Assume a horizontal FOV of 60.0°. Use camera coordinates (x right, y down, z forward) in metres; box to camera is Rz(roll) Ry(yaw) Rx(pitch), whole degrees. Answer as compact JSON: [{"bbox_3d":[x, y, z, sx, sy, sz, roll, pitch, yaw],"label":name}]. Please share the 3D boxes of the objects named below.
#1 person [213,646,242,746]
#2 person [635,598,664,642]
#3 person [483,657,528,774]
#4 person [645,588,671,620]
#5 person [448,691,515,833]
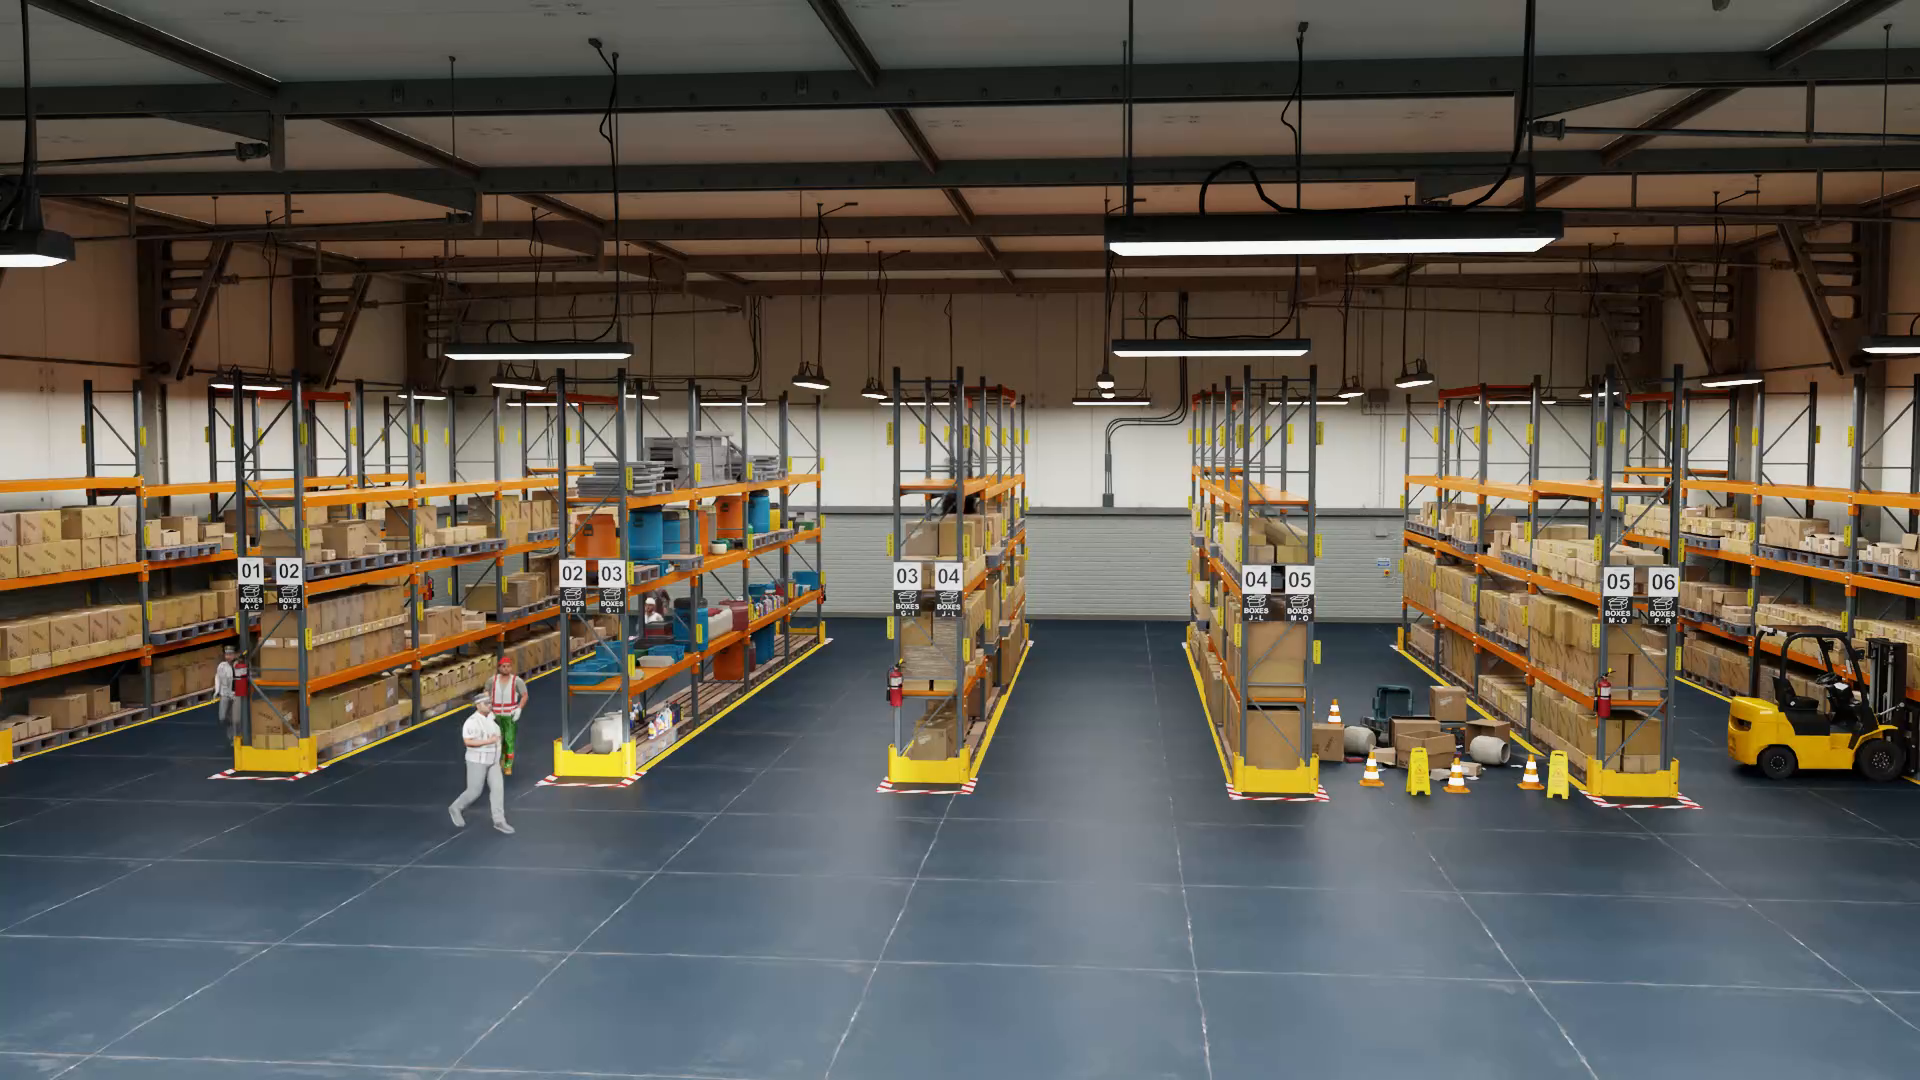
[{"bbox_3d":[-11.779,2.515,26.851,0.603,1.643,0.575,0,4,-4],"label":"person"},{"bbox_3d":[-6.186,2.033,33.158,0.656,1.758,0.970,0,4,4],"label":"person"},{"bbox_3d":[-6.743,2.603,24.575,0.684,1.743,0.522,0,4,-4],"label":"person"},{"bbox_3d":[-7.011,1.758,38.202,0.716,1.765,0.930,0,4,-8],"label":"person"},{"bbox_3d":[-6.014,2.791,20.983,0.881,1.769,0.683,2,4,25],"label":"person"}]
